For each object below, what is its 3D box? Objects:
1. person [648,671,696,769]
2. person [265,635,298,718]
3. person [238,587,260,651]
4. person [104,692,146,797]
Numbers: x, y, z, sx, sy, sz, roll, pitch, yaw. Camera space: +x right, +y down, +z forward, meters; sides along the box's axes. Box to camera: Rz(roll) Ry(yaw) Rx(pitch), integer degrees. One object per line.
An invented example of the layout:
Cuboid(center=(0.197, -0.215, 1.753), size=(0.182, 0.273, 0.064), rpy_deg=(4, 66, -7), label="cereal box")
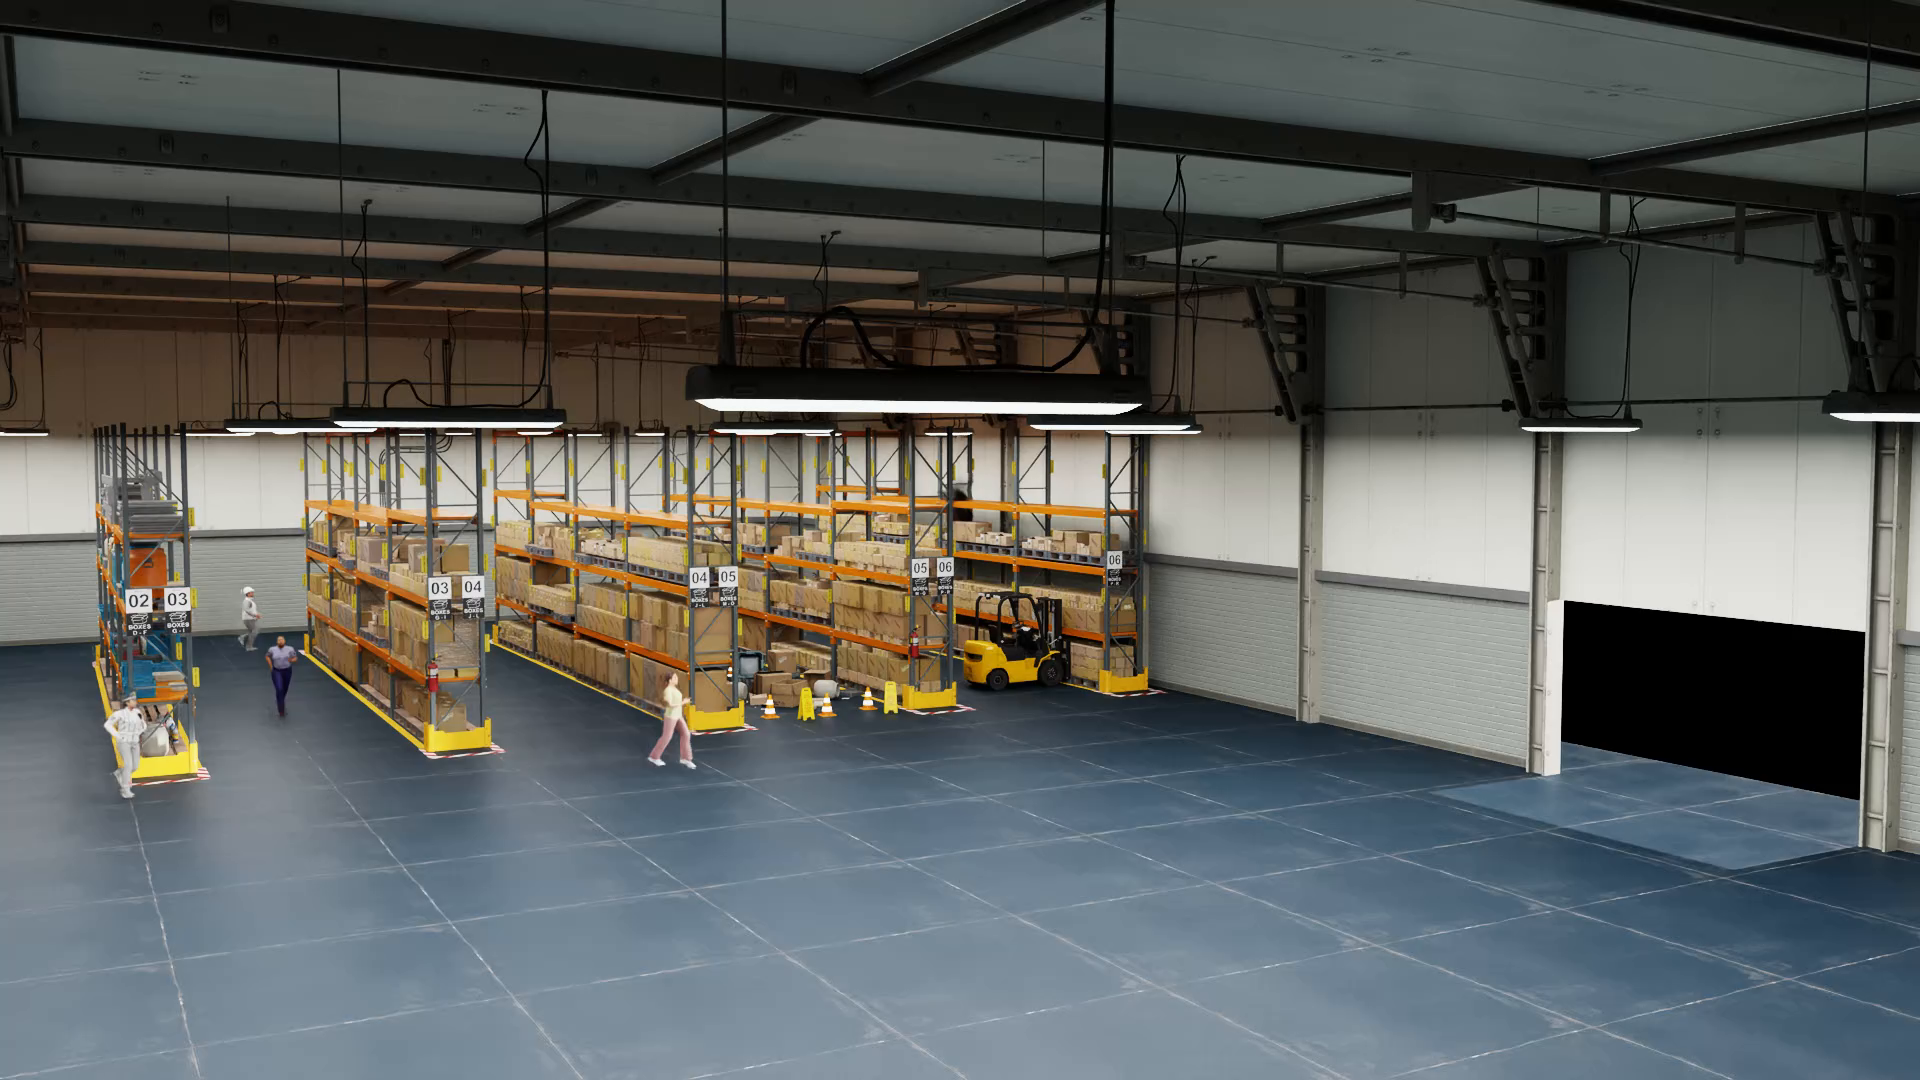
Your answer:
Cuboid(center=(-5.006, 3.127, 28.859), size=(0.826, 1.716, 0.552), rpy_deg=(1, 3, 9), label="person")
Cuboid(center=(-14.093, 2.816, 34.601), size=(0.581, 1.702, 0.814), rpy_deg=(-3, 4, -36), label="person")
Cuboid(center=(-19.248, 2.134, 45.008), size=(0.609, 1.729, 0.707), rpy_deg=(-1, 4, -18), label="person")
Cuboid(center=(-13.489, 3.290, 26.974), size=(0.784, 1.659, 0.646), rpy_deg=(2, 4, 26), label="person")
